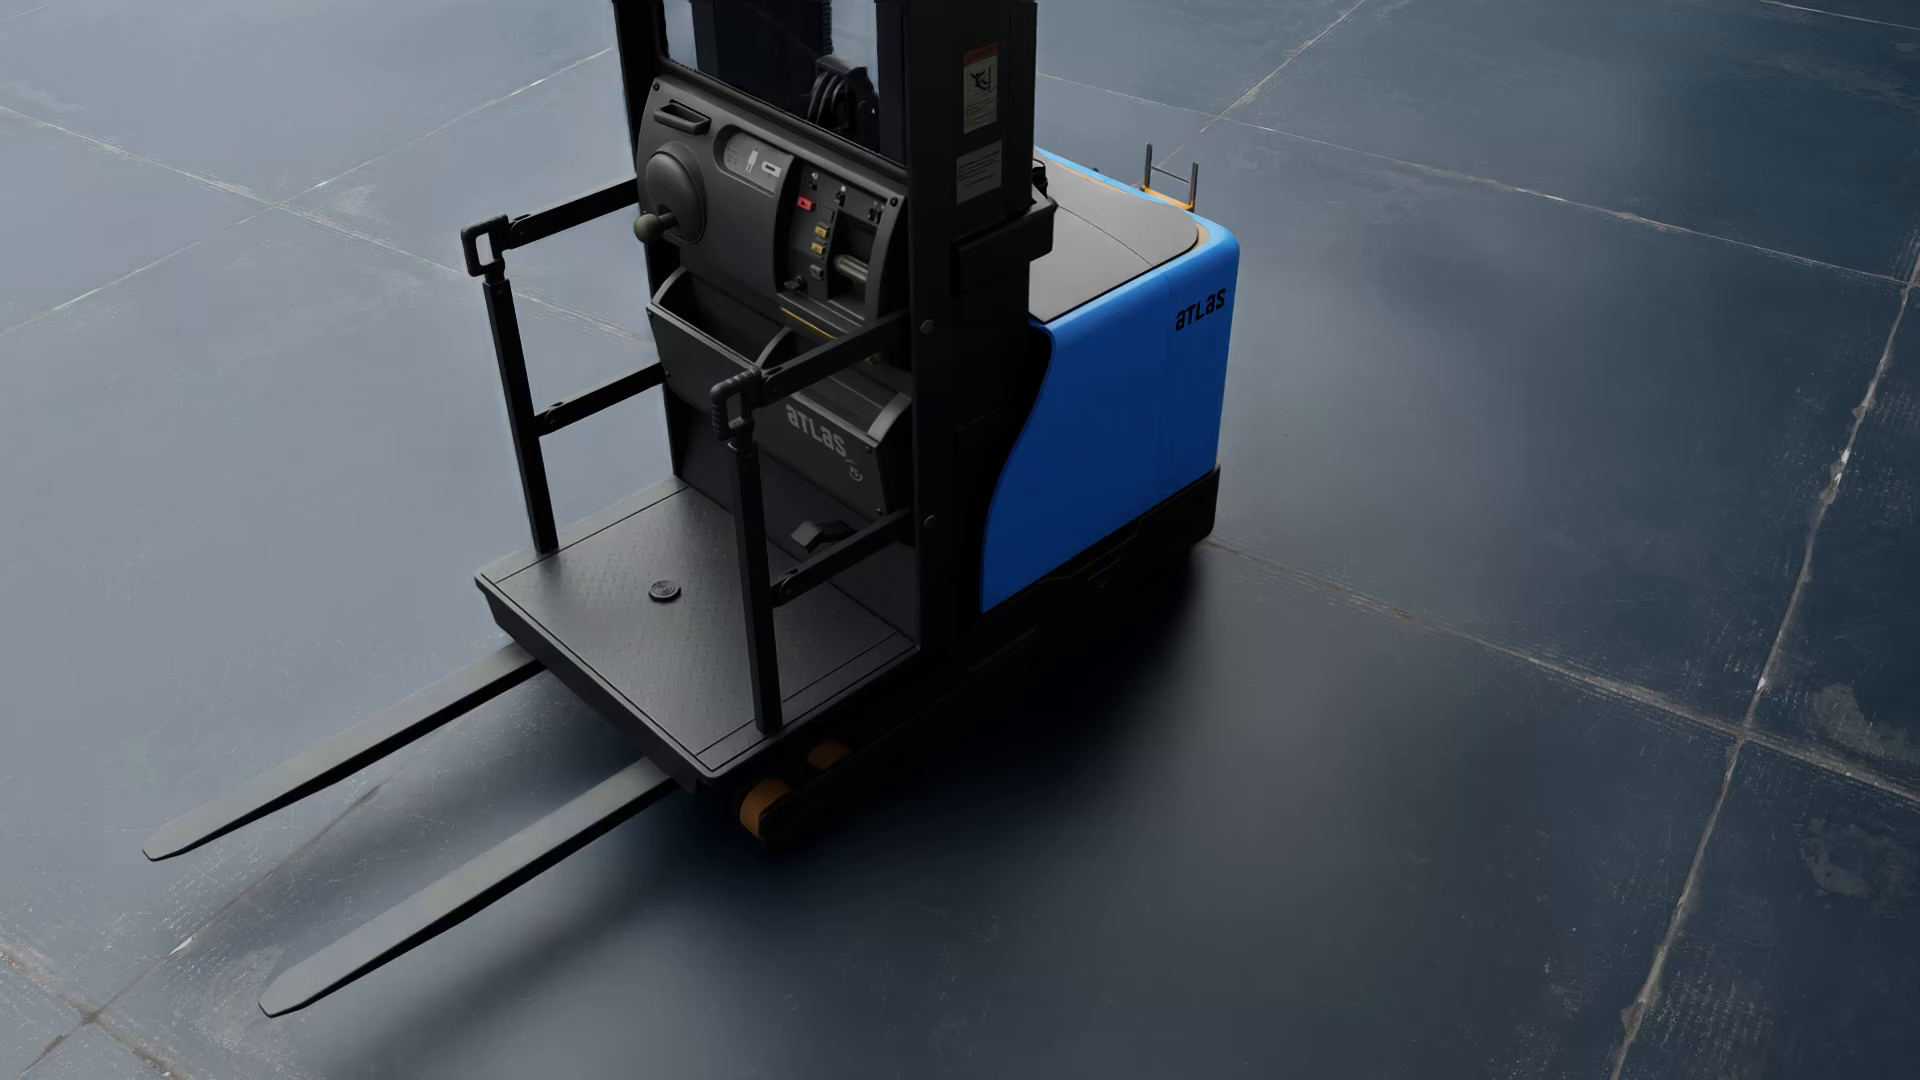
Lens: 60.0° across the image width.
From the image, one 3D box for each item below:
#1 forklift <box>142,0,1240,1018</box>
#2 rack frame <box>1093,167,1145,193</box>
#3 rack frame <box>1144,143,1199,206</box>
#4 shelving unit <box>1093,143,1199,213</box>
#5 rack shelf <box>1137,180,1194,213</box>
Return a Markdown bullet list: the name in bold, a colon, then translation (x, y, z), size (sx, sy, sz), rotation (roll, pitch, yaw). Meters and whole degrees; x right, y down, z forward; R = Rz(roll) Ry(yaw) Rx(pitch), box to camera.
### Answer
- **forklift**: translation (-0.618, -0.749, 3.821), size (3.031, 2.935, 1.130), rotation (-30, 47, -33)
- **rack frame**: translation (0.470, -0.657, 5.242), size (0.008, 1.050, 0.200), rotation (-30, 47, -33)
- **rack frame**: translation (0.646, -0.760, 5.376), size (0.008, 1.050, 0.200), rotation (-30, 47, -33)
- **shelving unit**: translation (0.558, -0.709, 5.309), size (0.252, 1.050, 0.215), rotation (-30, 47, -33)
- **rack shelf**: translation (0.558, -0.925, 5.143), size (0.240, 0.259, 0.215), rotation (-30, 47, -33)
